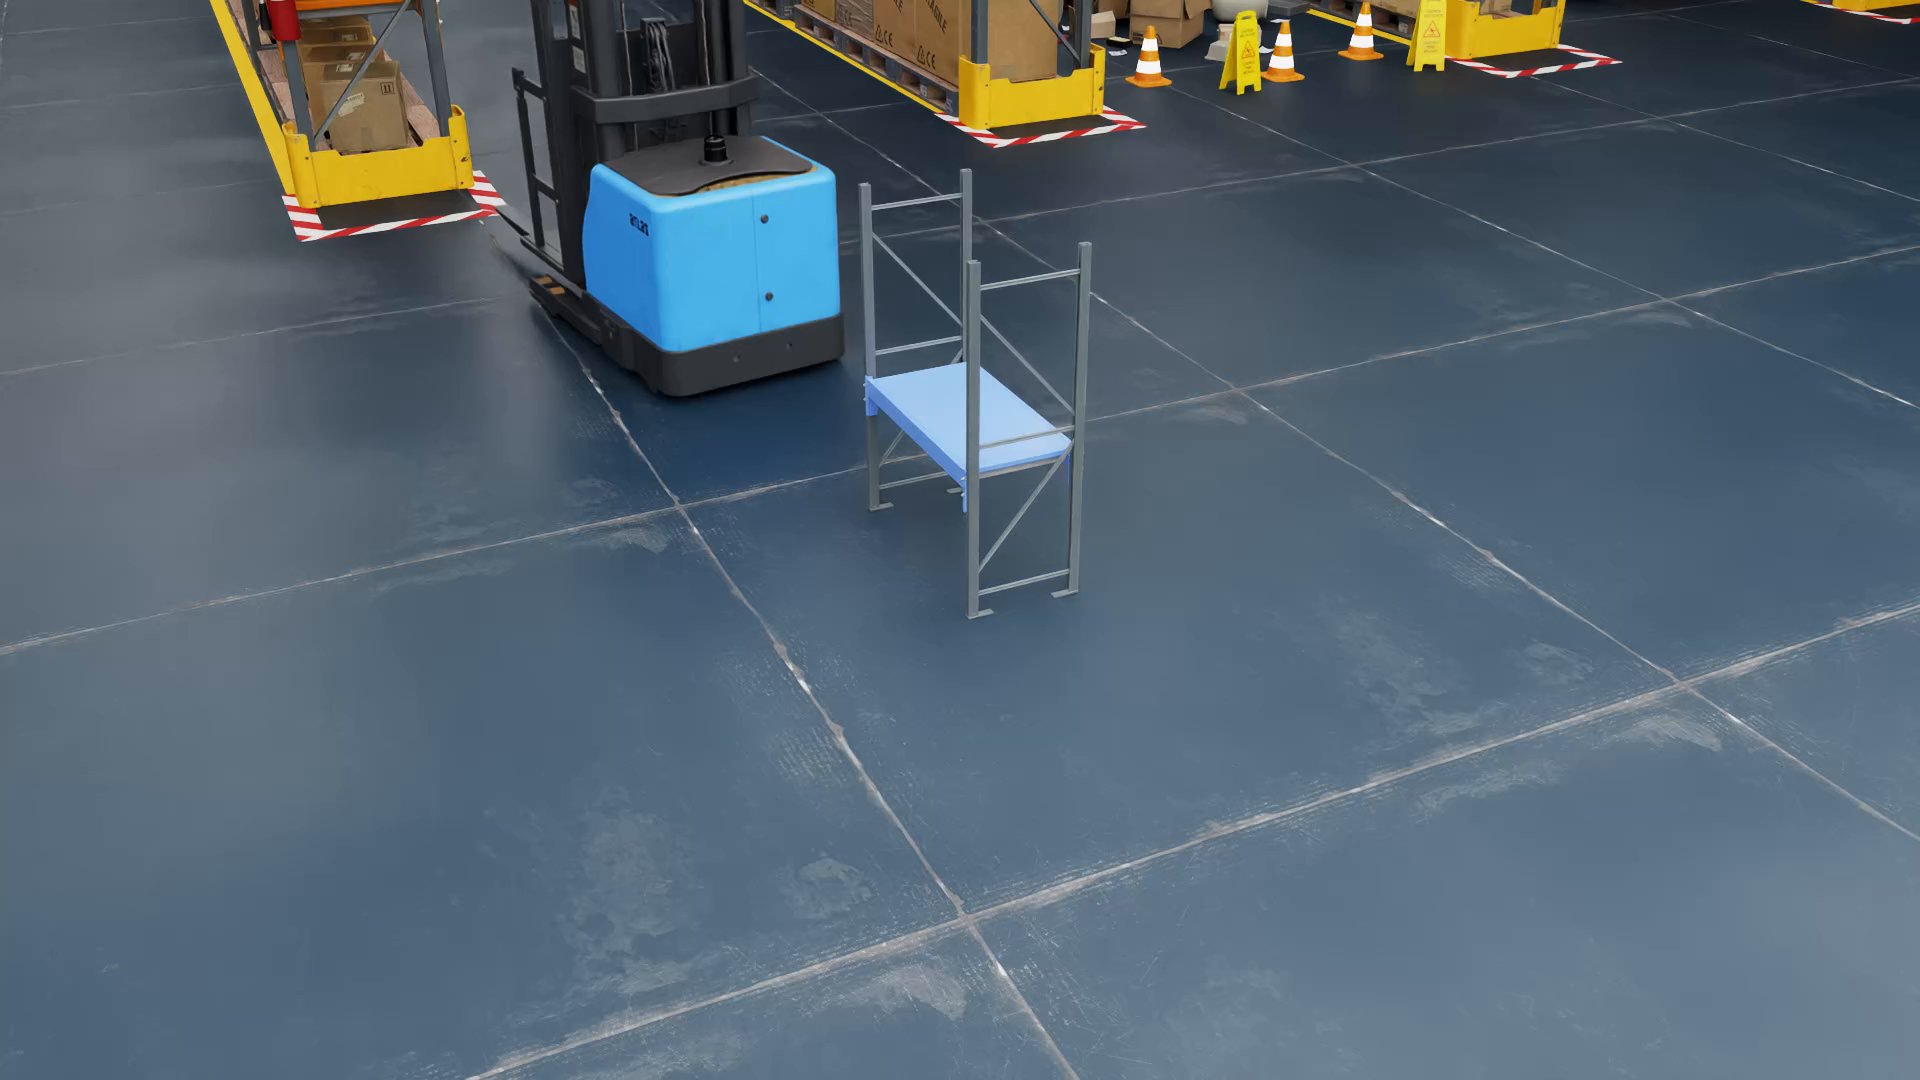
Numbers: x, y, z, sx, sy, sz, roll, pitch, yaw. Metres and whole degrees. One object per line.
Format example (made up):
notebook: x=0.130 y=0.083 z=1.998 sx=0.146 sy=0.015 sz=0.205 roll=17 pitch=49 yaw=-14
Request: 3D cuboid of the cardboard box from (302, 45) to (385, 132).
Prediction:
cardboard box: x=-4.503 y=-3.335 z=12.256 sx=0.500 sy=0.500 sz=0.500 roll=-5 pitch=30 yaw=-9

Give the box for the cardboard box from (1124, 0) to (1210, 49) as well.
cardboard box: x=1.947 y=-4.942 z=15.548 sx=0.637 sy=0.503 sz=0.797 roll=13 pitch=32 yaw=21

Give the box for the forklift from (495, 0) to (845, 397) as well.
forklift: x=-1.846 y=-2.678 z=9.029 sx=1.130 sy=2.935 sz=3.031 roll=-18 pitch=34 yaw=-29

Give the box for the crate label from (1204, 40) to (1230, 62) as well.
crate label: x=2.388 y=-4.408 z=14.971 sx=0.298 sy=0.136 sz=0.250 roll=19 pitch=34 yaw=30

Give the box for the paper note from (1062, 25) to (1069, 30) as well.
paper note: x=1.079 y=-4.955 z=16.064 sx=0.172 sy=0.023 sz=0.155 roll=-3 pitch=29 yaw=-5

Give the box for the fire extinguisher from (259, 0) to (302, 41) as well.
fire extinguisher: x=-4.330 y=-3.525 z=10.548 sx=0.296 sy=0.674 sz=0.183 roll=-13 pitch=32 yaw=-22

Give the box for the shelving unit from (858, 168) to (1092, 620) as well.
shelving unit: x=0.037 y=-0.616 z=6.816 sx=0.538 sy=1.500 sz=1.048 roll=-13 pitch=32 yaw=-22

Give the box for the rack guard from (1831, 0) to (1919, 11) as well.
rack guard: x=9.479 y=-5.729 z=16.956 sx=1.175 sy=0.500 sz=0.348 roll=-13 pitch=32 yaw=-22

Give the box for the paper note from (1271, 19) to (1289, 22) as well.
paper note: x=3.143 y=-5.097 z=16.309 sx=0.148 sy=0.019 sz=0.142 roll=26 pitch=38 yaw=38

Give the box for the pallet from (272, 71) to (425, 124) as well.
pallet: x=-4.832 y=-3.427 z=13.146 sx=1.003 sy=0.211 sz=1.213 roll=-13 pitch=32 yaw=-22

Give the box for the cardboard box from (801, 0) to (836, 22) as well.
cardboard box: x=-0.950 y=-5.433 z=15.615 sx=0.875 sy=0.875 sz=0.875 roll=-13 pitch=32 yaw=-21

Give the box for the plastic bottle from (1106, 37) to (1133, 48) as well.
plastic bottle: x=1.454 y=-4.622 z=15.430 sx=0.283 sy=0.061 sz=0.133 roll=26 pitch=38 yaw=38

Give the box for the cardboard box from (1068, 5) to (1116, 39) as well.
cardboard box: x=1.245 y=-4.904 z=15.724 sx=0.396 sy=0.266 sz=0.258 roll=-8 pitch=30 yaw=-13

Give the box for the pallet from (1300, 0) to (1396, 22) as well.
pallet: x=4.118 y=-5.508 z=16.857 sx=1.003 sy=0.211 sz=1.213 roll=-13 pitch=32 yaw=-22

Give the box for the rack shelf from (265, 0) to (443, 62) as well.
rack shelf: x=-4.821 y=-4.275 z=12.543 sx=1.077 sy=0.370 sz=4.000 roll=-13 pitch=32 yaw=-22

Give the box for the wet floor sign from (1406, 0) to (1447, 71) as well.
wet floor sign: x=4.103 y=-4.451 z=14.528 sx=0.267 sy=0.644 sz=0.232 roll=-3 pitch=29 yaw=-5

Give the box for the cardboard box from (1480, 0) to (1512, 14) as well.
cardboard box: x=4.891 y=-5.185 z=15.811 sx=0.500 sy=0.250 sz=0.500 roll=-13 pitch=32 yaw=-22

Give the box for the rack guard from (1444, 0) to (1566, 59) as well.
rack guard: x=4.955 y=-4.730 z=15.173 sx=1.175 sy=0.500 sz=0.348 roll=-13 pitch=32 yaw=-22

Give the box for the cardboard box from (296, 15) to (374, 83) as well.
cardboard box: x=-4.954 y=-3.871 z=13.213 sx=0.500 sy=0.500 sz=0.500 roll=-16 pitch=33 yaw=-26

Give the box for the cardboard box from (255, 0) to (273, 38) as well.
cardboard box: x=-5.924 y=-4.850 z=14.938 sx=0.700 sy=0.500 sz=0.500 roll=-16 pitch=33 yaw=-26

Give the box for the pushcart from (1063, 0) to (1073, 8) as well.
pushcart: x=1.233 y=-5.909 z=17.401 sx=0.936 sy=0.377 sz=1.648 roll=26 pitch=38 yaw=38

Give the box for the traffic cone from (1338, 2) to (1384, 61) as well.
traffic cone: x=3.638 y=-4.599 z=14.978 sx=0.336 sy=0.463 sz=0.334 roll=-13 pitch=32 yaw=-22

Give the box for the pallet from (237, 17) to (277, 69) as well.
pallet: x=-6.015 y=-4.600 z=15.237 sx=1.003 sy=0.211 sz=1.213 roll=-13 pitch=32 yaw=-22

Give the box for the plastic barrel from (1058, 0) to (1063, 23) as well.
plastic barrel: x=0.716 y=-5.167 z=16.031 sx=0.512 sy=0.421 sz=0.421 roll=7 pitch=30 yaw=13

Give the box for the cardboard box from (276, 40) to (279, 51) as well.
cardboard box: x=-5.544 y=-4.380 z=14.121 sx=0.500 sy=0.500 sz=0.500 roll=-14 pitch=32 yaw=-23

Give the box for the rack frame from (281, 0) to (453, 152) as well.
rack frame: x=-3.963 y=-3.706 z=10.791 sx=1.000 sy=3.000 sz=0.127 roll=-13 pitch=32 yaw=-22

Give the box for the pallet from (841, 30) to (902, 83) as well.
pallet: x=-0.373 y=-4.361 z=14.811 sx=1.003 sy=0.211 sz=1.213 roll=-13 pitch=32 yaw=-22

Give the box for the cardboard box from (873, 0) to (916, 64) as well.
cardboard box: x=-0.170 y=-4.633 z=14.188 sx=0.875 sy=0.875 sz=0.875 roll=-14 pitch=32 yaw=-23

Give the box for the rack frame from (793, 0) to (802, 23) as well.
rack frame: x=-1.157 y=-6.469 z=15.720 sx=1.000 sy=3.000 sz=0.127 roll=-13 pitch=32 yaw=-22

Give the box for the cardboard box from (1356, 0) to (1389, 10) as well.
cardboard box: x=4.182 y=-5.301 z=16.019 sx=0.500 sy=0.250 sz=0.500 roll=-13 pitch=32 yaw=-22

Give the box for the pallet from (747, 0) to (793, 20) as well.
pallet: x=-1.556 y=-5.578 z=16.982 sx=1.003 sy=0.211 sz=1.213 roll=-13 pitch=32 yaw=-22

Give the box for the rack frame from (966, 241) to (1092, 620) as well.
rack frame: x=0.255 y=-0.392 z=6.416 sx=0.500 sy=1.500 sz=0.032 roll=-13 pitch=32 yaw=-22

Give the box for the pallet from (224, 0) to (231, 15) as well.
pallet: x=-7.063 y=-5.678 z=17.159 sx=1.003 sy=0.211 sz=1.213 roll=-13 pitch=32 yaw=-22
